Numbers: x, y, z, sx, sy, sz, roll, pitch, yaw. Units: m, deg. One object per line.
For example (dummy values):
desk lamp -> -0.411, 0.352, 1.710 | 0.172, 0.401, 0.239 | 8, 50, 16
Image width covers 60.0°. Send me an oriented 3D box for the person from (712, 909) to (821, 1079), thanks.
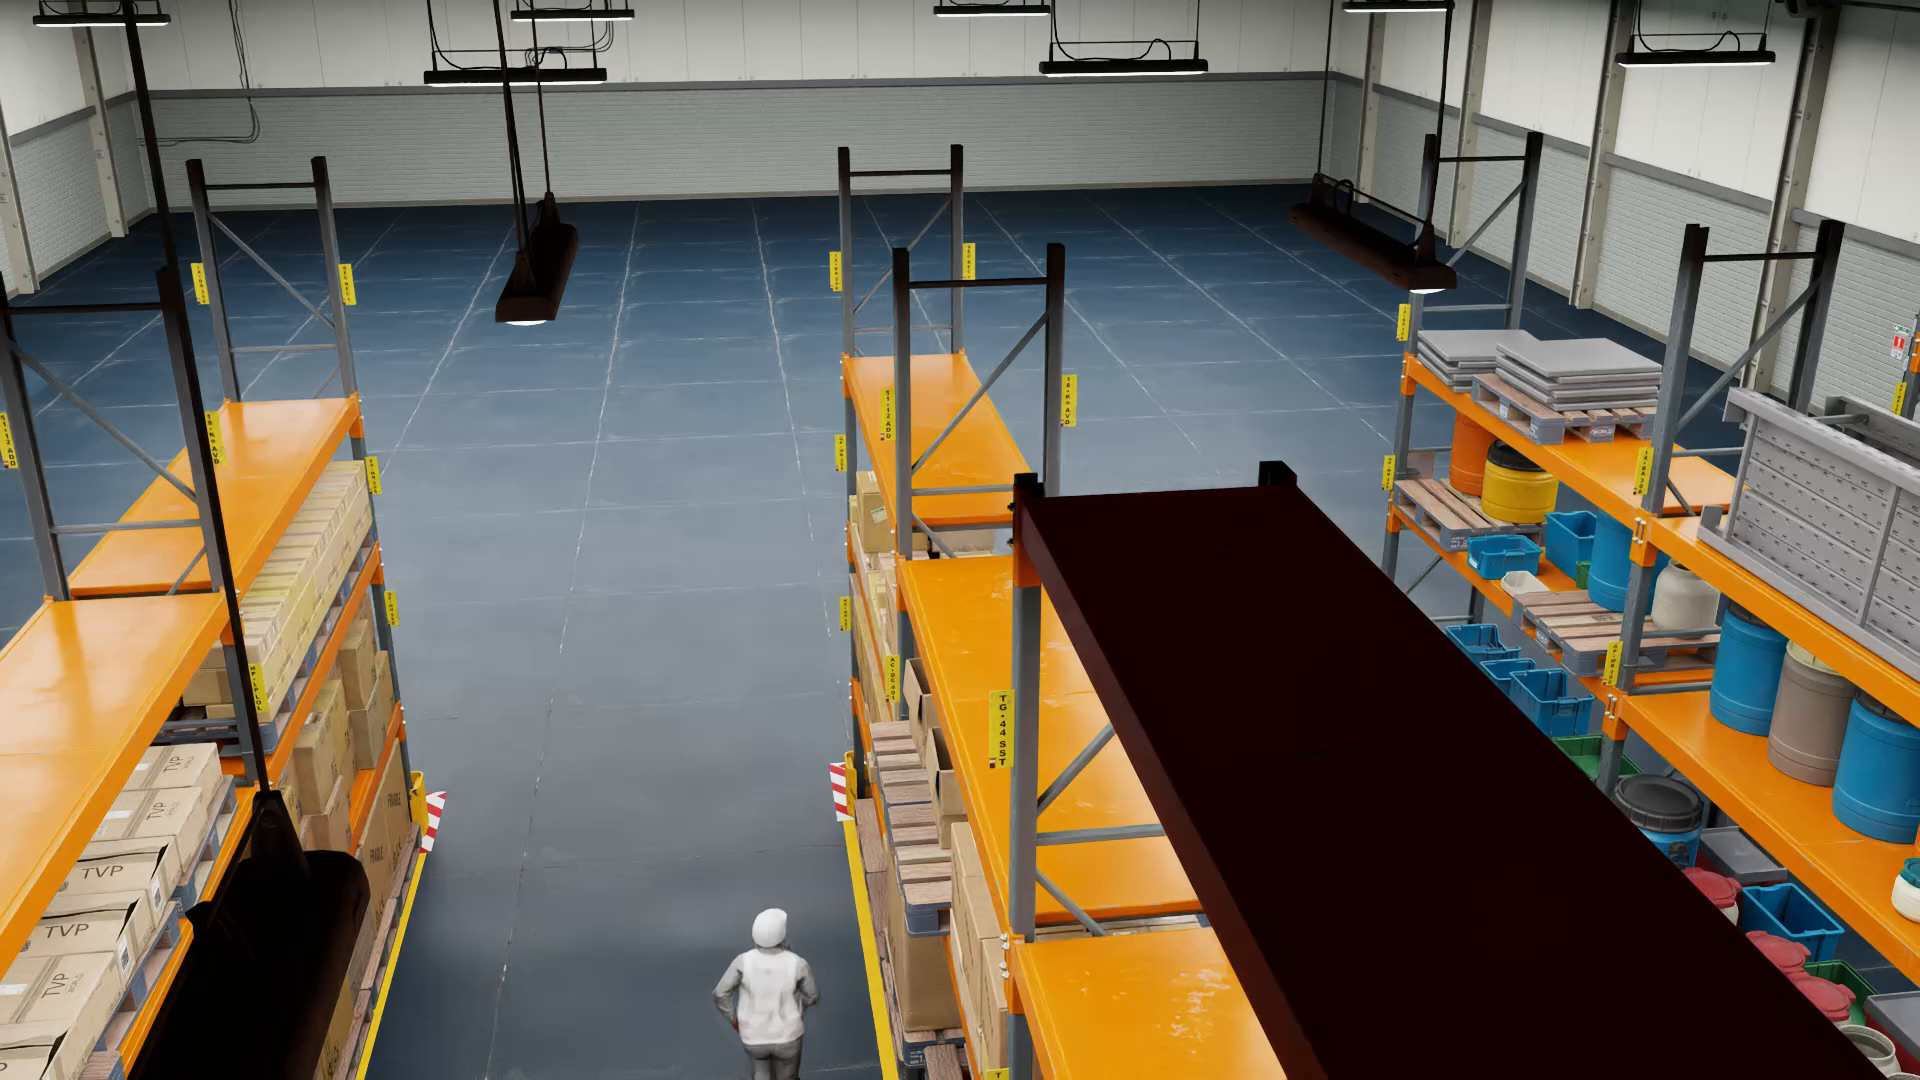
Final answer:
person -> -1.277, 3.274, 11.081 | 0.695, 1.688, 0.726 | 0, 22, 1
